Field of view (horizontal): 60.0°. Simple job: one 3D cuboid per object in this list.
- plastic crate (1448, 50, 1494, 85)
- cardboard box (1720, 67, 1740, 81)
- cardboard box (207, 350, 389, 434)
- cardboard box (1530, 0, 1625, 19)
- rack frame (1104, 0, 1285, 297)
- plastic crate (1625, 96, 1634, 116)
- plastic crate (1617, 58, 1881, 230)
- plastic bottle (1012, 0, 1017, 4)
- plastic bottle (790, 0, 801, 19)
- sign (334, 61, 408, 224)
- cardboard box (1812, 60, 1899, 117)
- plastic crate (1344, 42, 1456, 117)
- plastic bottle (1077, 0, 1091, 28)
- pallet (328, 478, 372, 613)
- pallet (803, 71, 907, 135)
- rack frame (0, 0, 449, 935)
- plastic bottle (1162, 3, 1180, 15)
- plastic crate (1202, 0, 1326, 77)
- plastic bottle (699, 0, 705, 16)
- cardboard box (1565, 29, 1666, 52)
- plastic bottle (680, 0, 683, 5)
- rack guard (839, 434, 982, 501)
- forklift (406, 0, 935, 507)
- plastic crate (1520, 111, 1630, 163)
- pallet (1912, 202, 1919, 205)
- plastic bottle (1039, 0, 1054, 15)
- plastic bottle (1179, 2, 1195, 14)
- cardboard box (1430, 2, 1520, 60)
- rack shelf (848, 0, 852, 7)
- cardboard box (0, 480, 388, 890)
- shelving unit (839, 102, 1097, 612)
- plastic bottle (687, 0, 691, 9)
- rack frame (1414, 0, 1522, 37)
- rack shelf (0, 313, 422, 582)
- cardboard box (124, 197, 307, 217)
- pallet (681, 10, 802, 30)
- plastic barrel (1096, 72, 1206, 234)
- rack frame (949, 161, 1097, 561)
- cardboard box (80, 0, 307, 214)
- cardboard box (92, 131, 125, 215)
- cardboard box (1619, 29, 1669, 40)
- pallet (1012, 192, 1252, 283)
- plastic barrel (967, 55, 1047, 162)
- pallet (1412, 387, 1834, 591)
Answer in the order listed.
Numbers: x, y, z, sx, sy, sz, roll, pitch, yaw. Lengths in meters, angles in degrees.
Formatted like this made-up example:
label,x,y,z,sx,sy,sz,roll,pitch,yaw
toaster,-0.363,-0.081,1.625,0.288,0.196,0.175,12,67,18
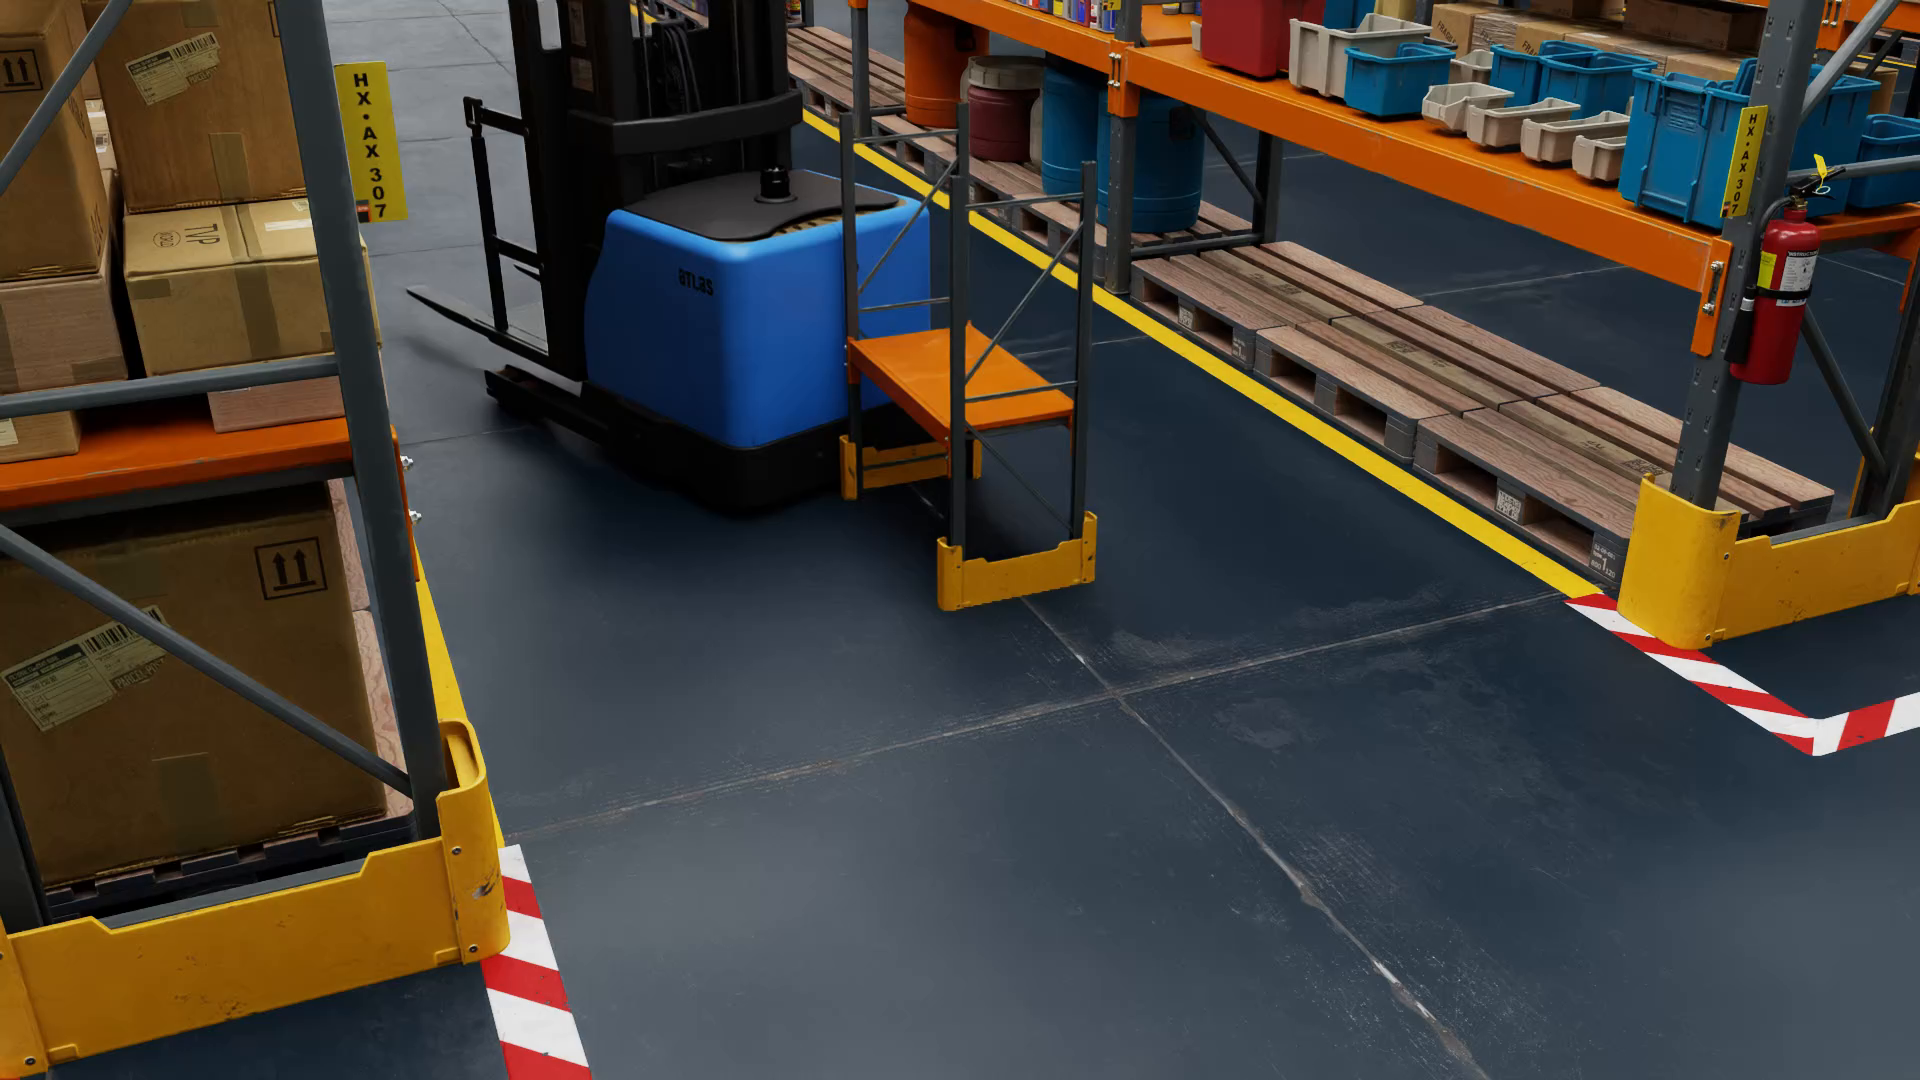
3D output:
label,x,y,z,sx,sy,sz,roll,pitch,yaw
plastic crate,2.224,-2.023,7.206,0.293,0.136,0.466,-11,28,-21
cardboard box,5.368,-2.840,10.995,0.500,0.500,0.500,-11,28,-21
cardboard box,-1.561,-0.387,3.910,0.380,0.149,0.250,-10,28,-20
cardboard box,4.866,-4.282,13.094,0.500,0.250,0.500,-9,28,-19
rack frame,1.265,-2.766,8.495,1.000,3.000,0.127,-11,28,-21
plastic crate,2.723,-1.633,6.408,0.250,0.136,0.298,-11,28,-21
plastic crate,2.529,-1.297,5.378,0.616,0.435,0.499,-11,28,-21
plastic bottle,0.350,-3.227,9.668,0.097,0.201,0.097,0,26,0
plastic bottle,-1.589,-5.171,16.030,0.097,0.271,0.097,0,26,0
sign,-1.213,-0.817,3.428,0.100,0.325,0.005,-11,28,-21
cardboard box,5.859,-2.927,11.173,0.500,0.500,0.500,-12,28,-23
plastic crate,1.792,-1.887,6.819,0.416,0.233,0.300,-11,28,-21
plastic bottle,0.681,-2.902,8.908,0.061,0.283,0.133,-11,28,-21
pallet,-2.585,0.152,5.698,1.003,0.211,1.213,-11,28,-21
pallet,-0.569,-3.447,13.069,1.003,0.211,1.213,-11,28,-21
rack frame,-1.726,-0.300,3.445,1.000,3.000,0.127,-11,28,-21
plastic bottle,1.184,-3.047,9.299,0.097,0.201,0.097,0,26,0
plastic crate,1.384,-2.418,7.642,0.402,0.464,0.583,-11,28,-21
plastic bottle,-2.460,-5.290,16.184,0.144,0.351,0.185,-12,29,-23
cardboard box,4.784,-3.448,12.241,0.500,0.500,0.500,-12,28,-22
plastic bottle,-2.799,-5.546,16.878,0.097,0.201,0.097,0,26,0
rack guard,-0.193,-0.329,6.640,0.587,0.250,0.087,-11,28,-21
forklift,-1.485,-1.997,7.000,1.130,2.935,3.031,-23,34,-38
plastic crate,2.246,-1.477,6.088,0.396,0.136,0.243,-11,28,-21
pallet,6.093,-2.085,10.279,1.003,0.211,1.213,-11,28,-21
plastic bottle,0.532,-3.133,9.304,0.144,0.351,0.185,-11,28,-21
plastic bottle,1.291,-3.110,9.342,0.152,0.276,0.135,-11,28,-21
cardboard box,4.173,-4.071,13.518,0.500,0.500,0.500,-9,28,-18
rack shelf,-1.084,-4.864,13.614,1.077,0.370,4.000,-11,28,-21
cardboard box,-2.050,0.222,4.320,0.875,0.875,0.875,-11,28,-21
shelving unit,0.004,-0.690,5.954,0.587,1.500,1.083,-11,28,-21
plastic bottle,-2.647,-5.454,16.604,0.152,0.276,0.135,-10,28,-20
rack frame,4.258,-5.230,13.543,1.000,3.000,0.127,-11,28,-21
rack shelf,-2.509,-0.784,5.257,1.077,0.370,4.000,-11,28,-21
cardboard box,-1.875,-0.815,4.332,0.500,0.250,0.500,-11,28,-21
pallet,-2.092,-5.020,16.292,1.003,0.211,1.213,-11,28,-21
plastic barrel,1.068,-2.234,9.319,0.600,0.901,0.708,-11,28,-21
rack frame,0.202,-0.489,5.542,0.500,1.500,0.032,-11,28,-21
cardboard box,-1.861,-1.145,4.153,0.500,0.500,0.500,-11,28,-22
cardboard box,-2.557,-0.926,4.560,0.500,0.250,0.500,-12,28,-22
cardboard box,5.254,-3.547,12.444,0.500,0.500,0.500,-12,28,-23
pallet,1.001,-1.831,9.760,1.003,0.211,1.213,-11,28,-21
plastic barrel,0.348,-2.835,10.907,0.600,0.588,0.708,-11,28,-21
pallet,2.544,-0.237,6.495,1.003,0.211,1.213,-11,28,-21
